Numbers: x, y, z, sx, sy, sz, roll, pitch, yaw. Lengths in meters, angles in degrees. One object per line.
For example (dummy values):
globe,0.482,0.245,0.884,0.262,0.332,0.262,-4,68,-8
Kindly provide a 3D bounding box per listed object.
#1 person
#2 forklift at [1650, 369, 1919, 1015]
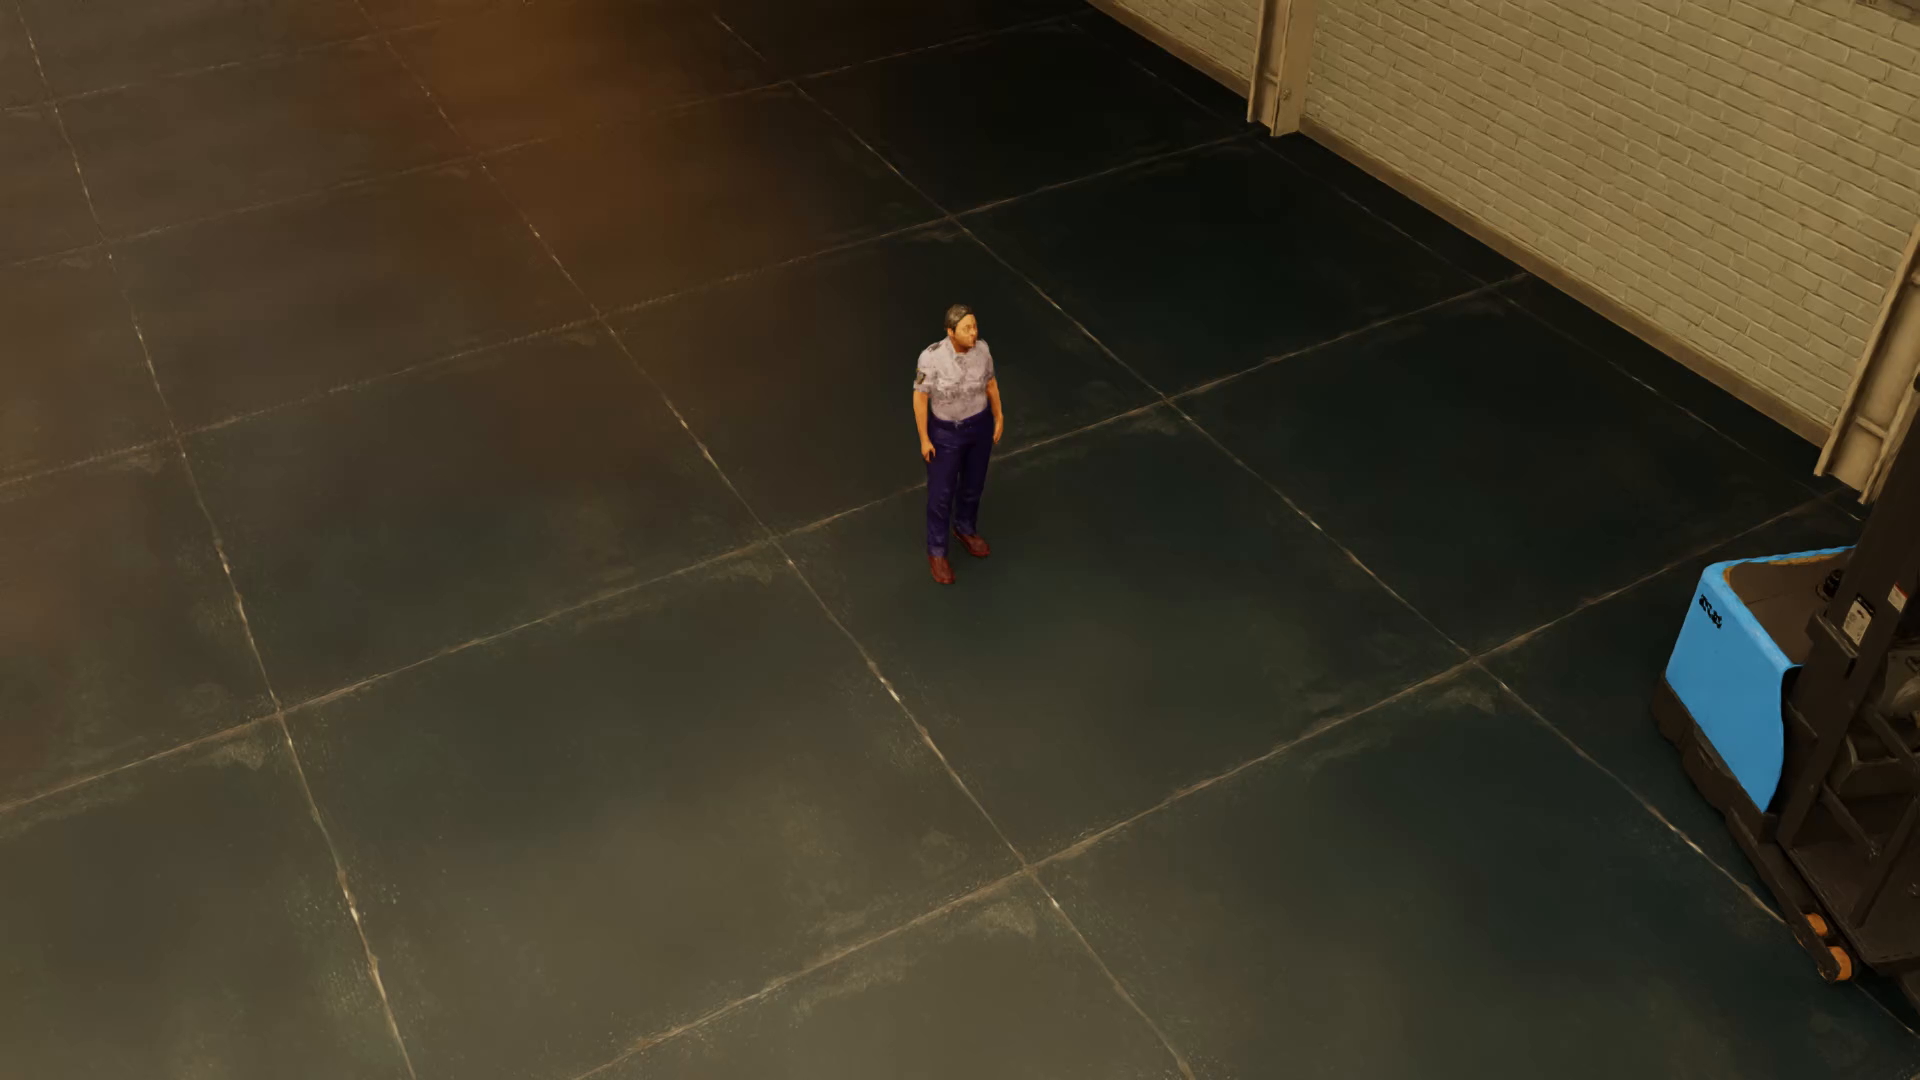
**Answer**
person,0.021,-0.581,9.731,0.587,1.650,0.502,-20,44,-23
forklift,4.548,0.690,7.204,1.130,2.935,3.031,-7,40,-8
